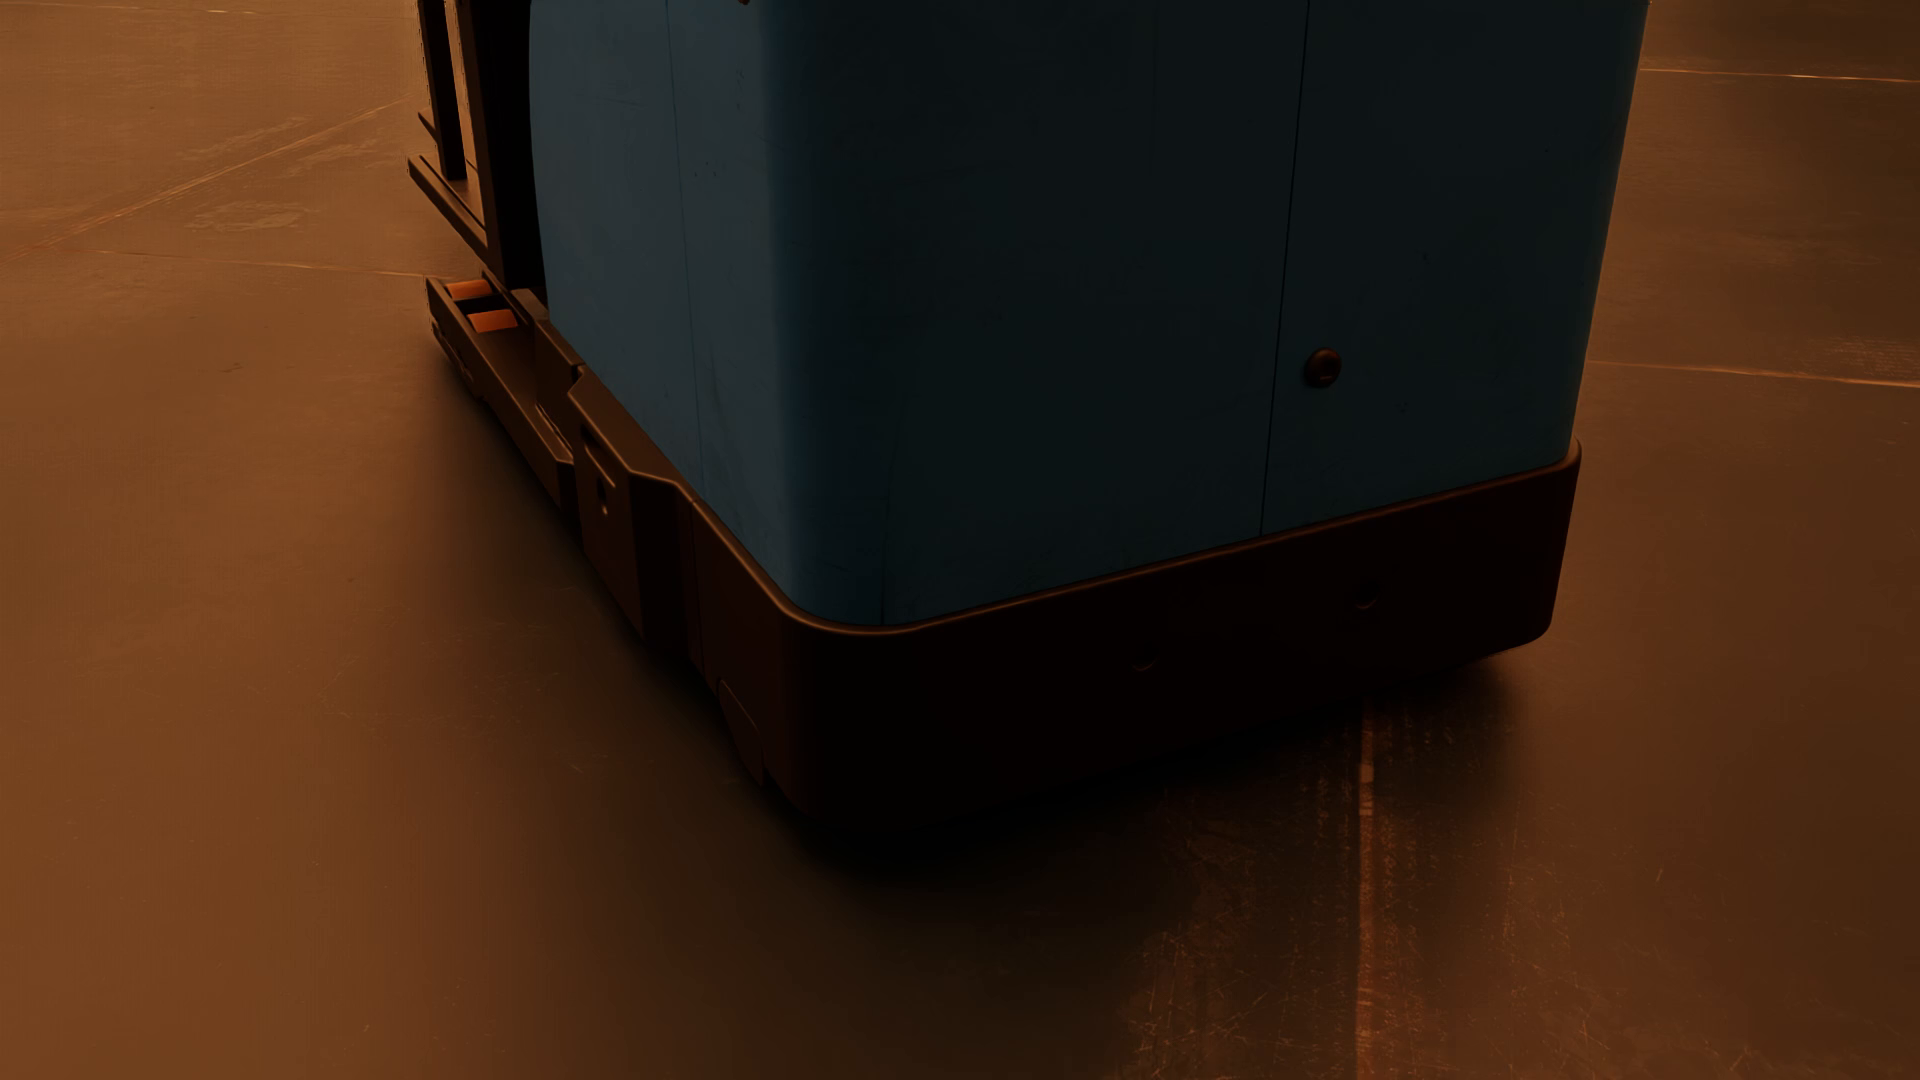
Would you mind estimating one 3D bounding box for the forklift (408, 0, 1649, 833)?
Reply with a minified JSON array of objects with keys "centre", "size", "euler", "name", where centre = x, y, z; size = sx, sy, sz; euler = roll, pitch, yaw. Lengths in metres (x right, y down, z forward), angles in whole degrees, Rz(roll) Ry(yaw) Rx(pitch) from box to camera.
[{"centre":[-0.351,-1.637,2.490],"size":[1.130,2.935,3.031],"euler":[-13,29,-24],"name":"forklift"}]
